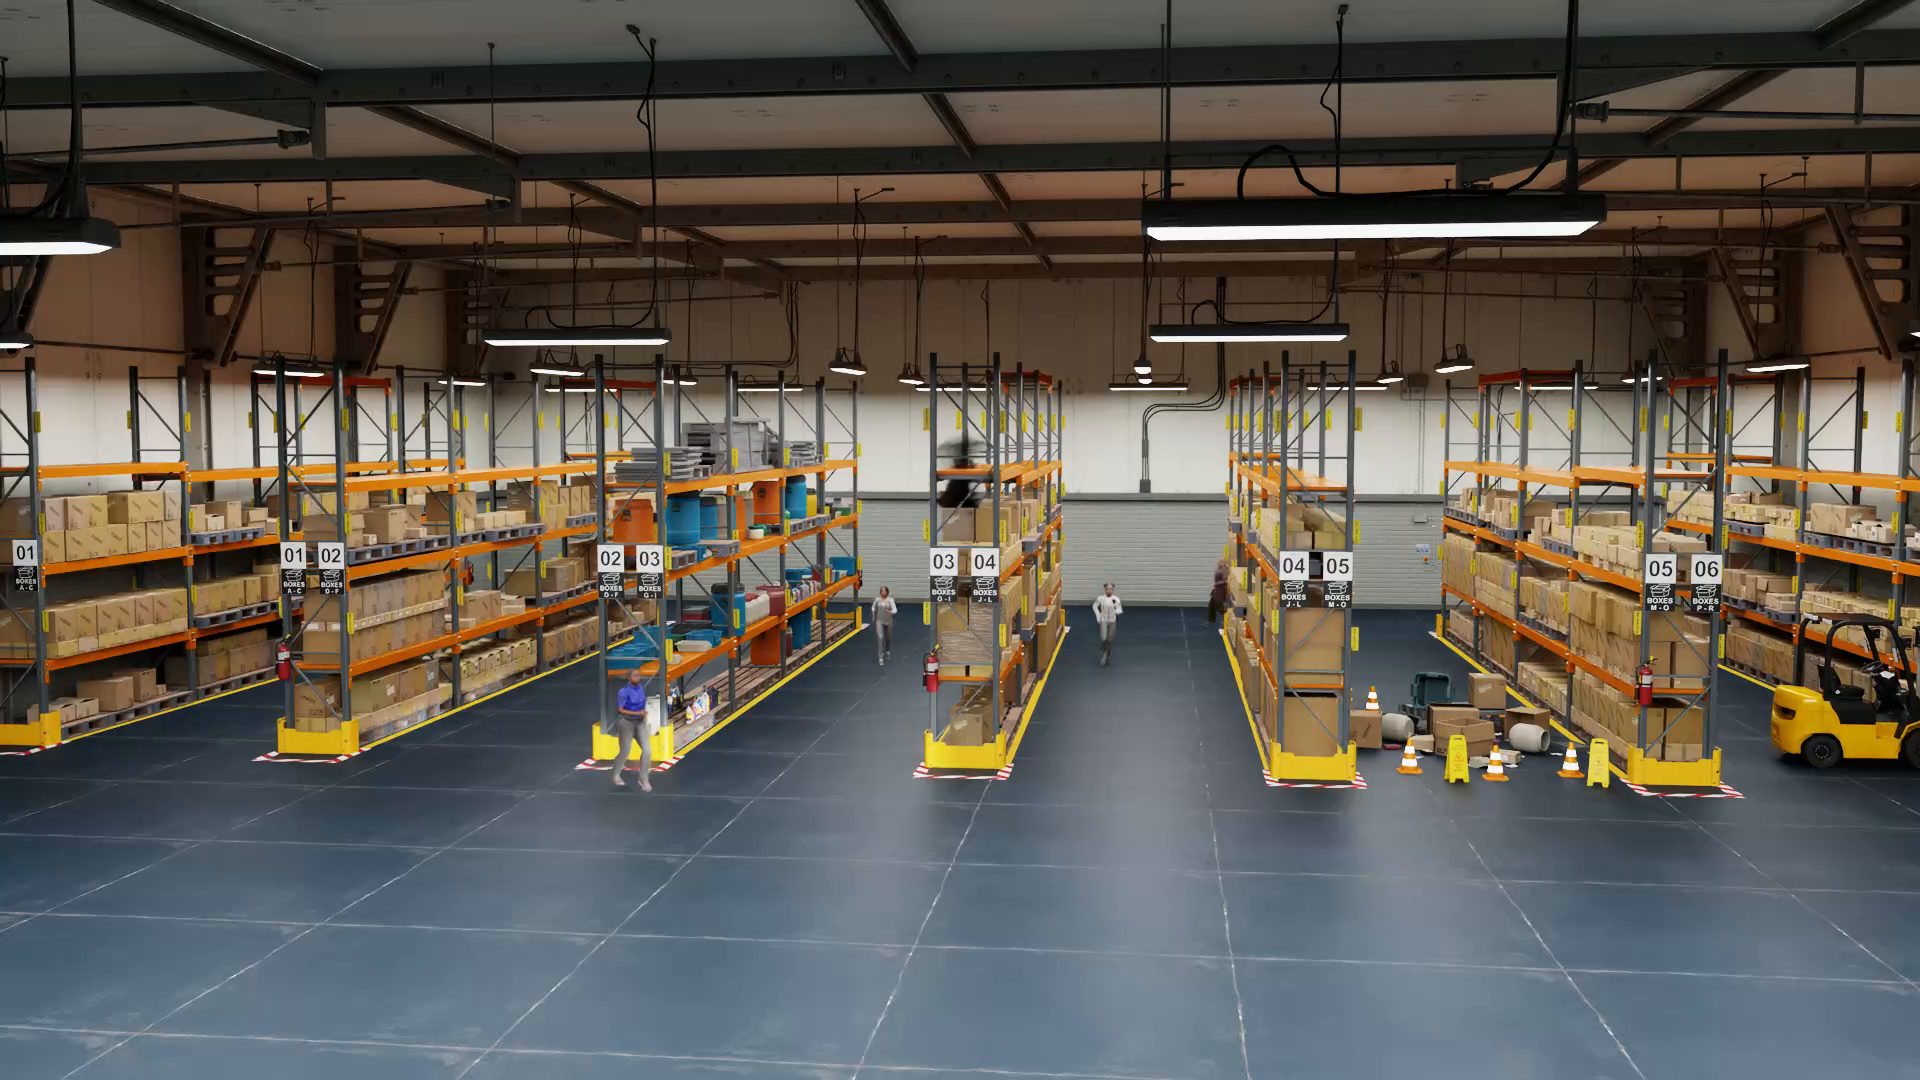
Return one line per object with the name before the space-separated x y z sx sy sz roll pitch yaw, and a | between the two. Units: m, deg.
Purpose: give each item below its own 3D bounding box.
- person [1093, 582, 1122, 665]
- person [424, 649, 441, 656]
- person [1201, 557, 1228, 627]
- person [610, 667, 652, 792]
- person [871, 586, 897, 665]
person | 3.065 1.735 34.419 0.588 1.732 0.715 0 4 -2
person | -10.843 1.701 34.034 0.648 1.773 0.688 0 4 1
person | 6.343 1.276 40.536 0.832 1.754 0.765 0 4 -2
person | -4.459 2.594 22.658 0.778 1.740 0.591 3 5 39
person | -1.573 1.749 34.462 0.531 1.584 0.883 0 4 -1
